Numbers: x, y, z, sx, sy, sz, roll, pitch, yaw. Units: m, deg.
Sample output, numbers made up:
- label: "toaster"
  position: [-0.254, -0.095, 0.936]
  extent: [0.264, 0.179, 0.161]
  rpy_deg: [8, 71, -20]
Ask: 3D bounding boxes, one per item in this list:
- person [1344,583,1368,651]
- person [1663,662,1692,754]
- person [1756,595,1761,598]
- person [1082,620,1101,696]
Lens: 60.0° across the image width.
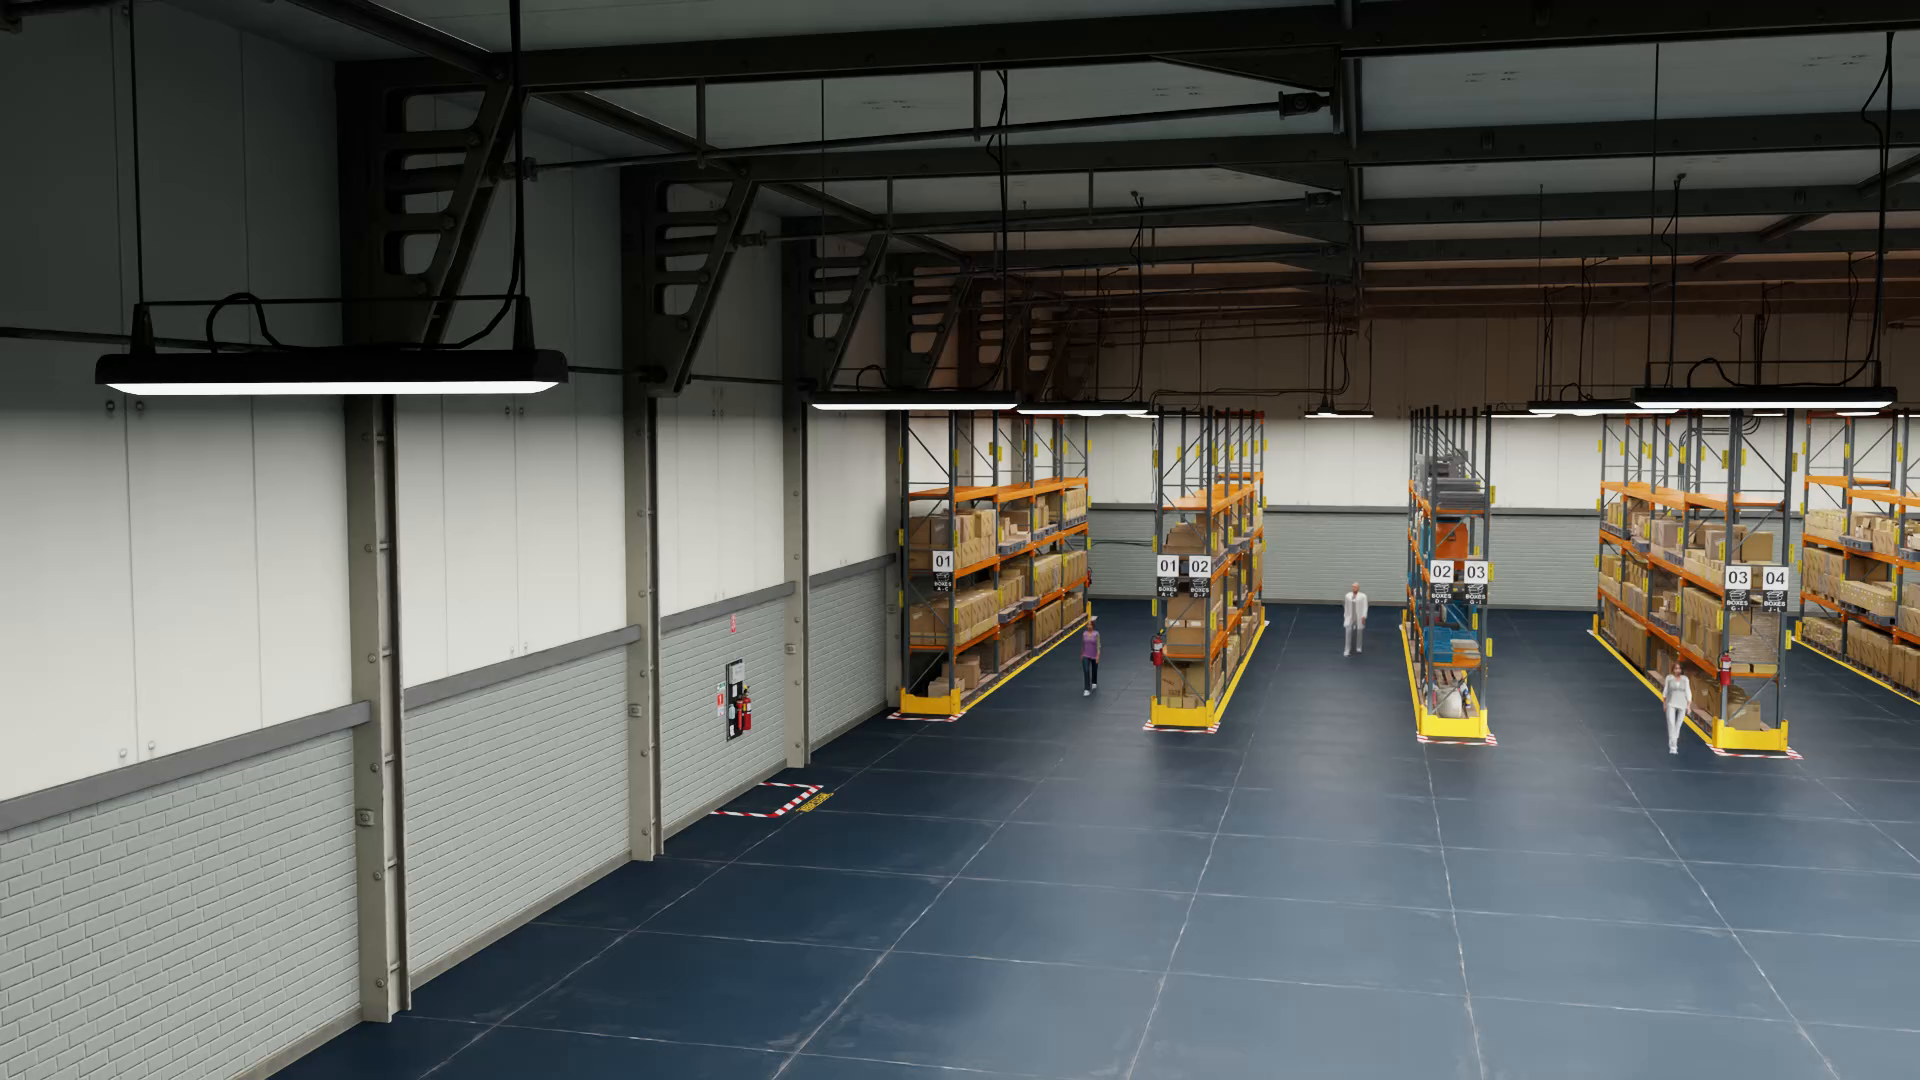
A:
- label: "person"
  position: [9.692, 1.870, 40.721]
  extent: [0.599, 1.666, 0.855]
  rpy_deg: [2, 4, 23]
- label: "person"
  position: [12.356, 2.873, 28.618]
  extent: [0.426, 1.555, 0.907]
  rpy_deg: [1, 4, 13]
- label: "person"
  position: [21.285, 1.692, 44.784]
  extent: [0.558, 1.580, 1.049]
  rpy_deg: [2, 4, 22]
- label: "person"
  position: [2.752, 2.442, 34.805]
  extent: [0.397, 1.530, 1.009]
  rpy_deg: [0, 4, 5]
